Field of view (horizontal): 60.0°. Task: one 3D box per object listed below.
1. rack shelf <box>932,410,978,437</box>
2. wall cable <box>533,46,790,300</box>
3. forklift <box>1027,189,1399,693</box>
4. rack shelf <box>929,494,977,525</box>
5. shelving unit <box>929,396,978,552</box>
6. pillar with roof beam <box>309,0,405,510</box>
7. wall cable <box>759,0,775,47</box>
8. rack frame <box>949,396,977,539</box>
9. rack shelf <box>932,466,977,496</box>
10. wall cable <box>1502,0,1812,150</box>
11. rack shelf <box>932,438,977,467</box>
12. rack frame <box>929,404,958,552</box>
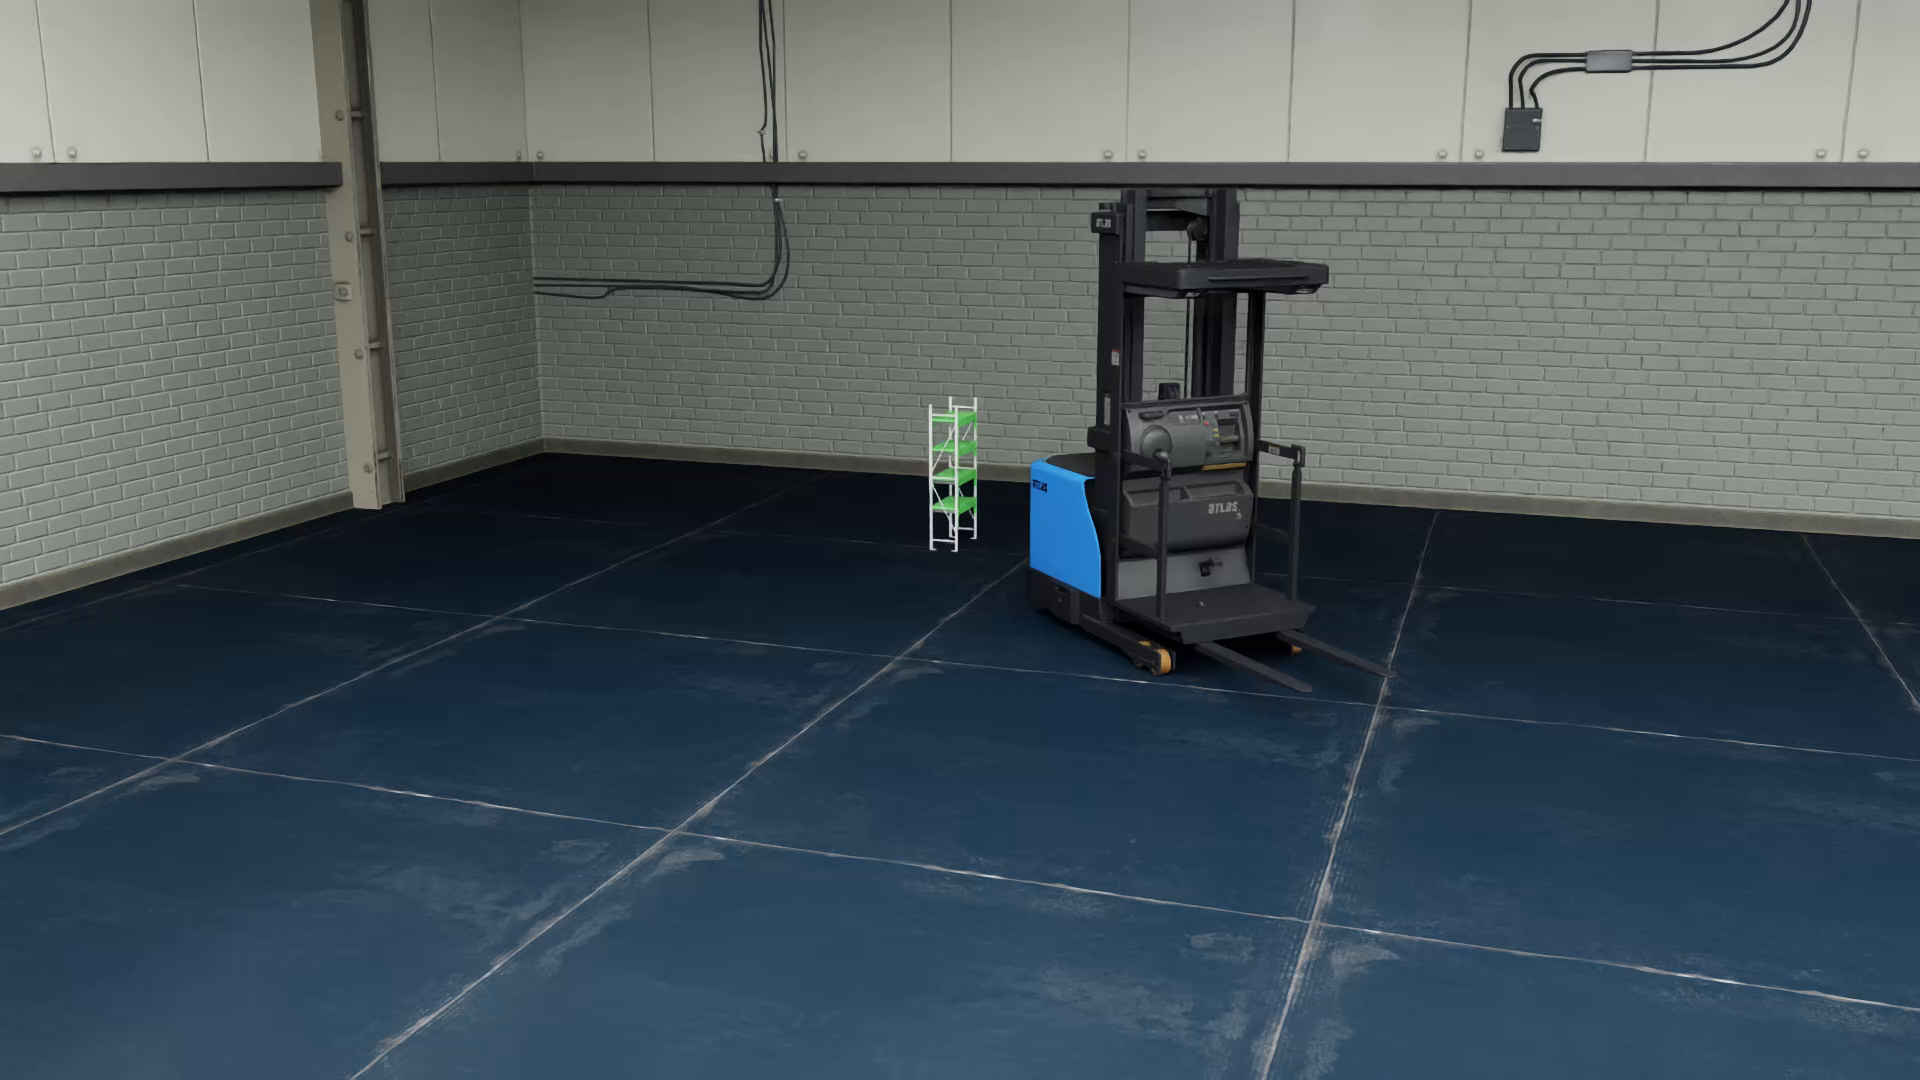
[{"bbox_3d":[-0.054,-0.956,13.609,0.258,0.148,0.480,4,14,18],"label":"rack shelf"},{"bbox_3d":[-3.195,-3.730,17.084,3.097,2.526,0.112,4,14,18],"label":"wall cable"},{"bbox_3d":[1.568,-0.700,10.470,1.130,2.935,3.031,-6,14,-25],"label":"forklift"},{"bbox_3d":[-0.054,-0.254,13.769,0.258,0.148,0.480,4,14,18],"label":"rack shelf"},{"bbox_3d":[-0.054,-0.550,13.702,0.258,1.200,0.503,4,14,18],"label":"shelving unit"},{"bbox_3d":[-1.326,-4.408,13.080,9.100,9.000,0.400,4,14,18],"label":"pillar with roof beam"},{"bbox_3d":[-0.635,-5.997,15.668,3.097,2.526,0.112,4,14,18],"label":"wall cable"},{"bbox_3d":[0.025,-0.601,13.927,0.240,1.200,0.015,4,14,18],"label":"rack frame"},{"bbox_3d":[-0.054,-0.488,13.716,0.258,0.148,0.480,4,14,18],"label":"rack shelf"},{"bbox_3d":[5.783,-6.215,13.350,2.305,6.003,0.169,4,14,18],"label":"wall cable"},{"bbox_3d":[-0.054,-0.722,13.663,0.258,0.148,0.480,4,14,18],"label":"rack shelf"},{"bbox_3d":[-0.133,-0.499,13.477,0.240,1.200,0.015,4,14,18],"label":"rack frame"}]
